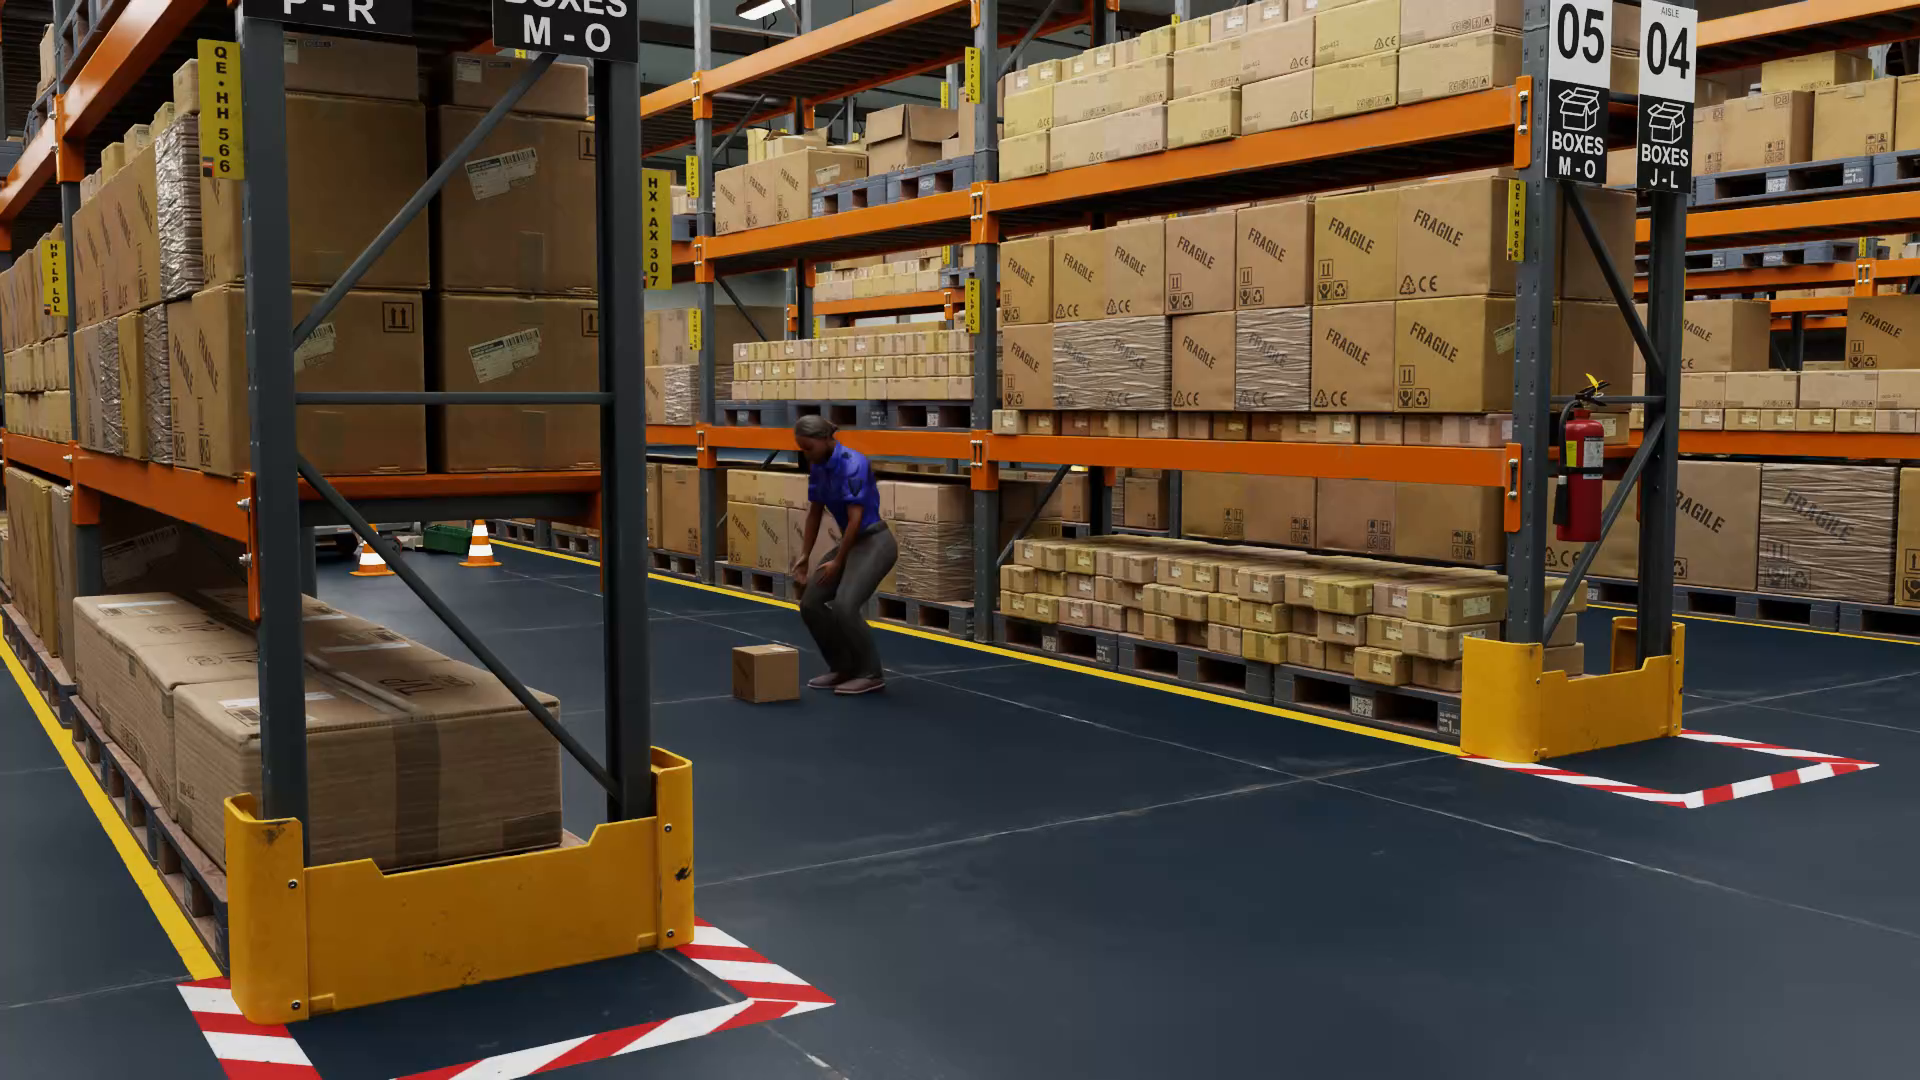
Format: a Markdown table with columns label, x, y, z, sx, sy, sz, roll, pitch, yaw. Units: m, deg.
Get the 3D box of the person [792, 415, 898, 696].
| label | x | y | z | sx | sy | sz | roll | pitch | yaw |
| --- | --- | --- | --- | --- | --- | --- | --- | --- | --- |
| person | -0.591 | 0.074 | 8.603 | 0.576 | 1.441 | 0.492 | -3 | 6 | -33 |
